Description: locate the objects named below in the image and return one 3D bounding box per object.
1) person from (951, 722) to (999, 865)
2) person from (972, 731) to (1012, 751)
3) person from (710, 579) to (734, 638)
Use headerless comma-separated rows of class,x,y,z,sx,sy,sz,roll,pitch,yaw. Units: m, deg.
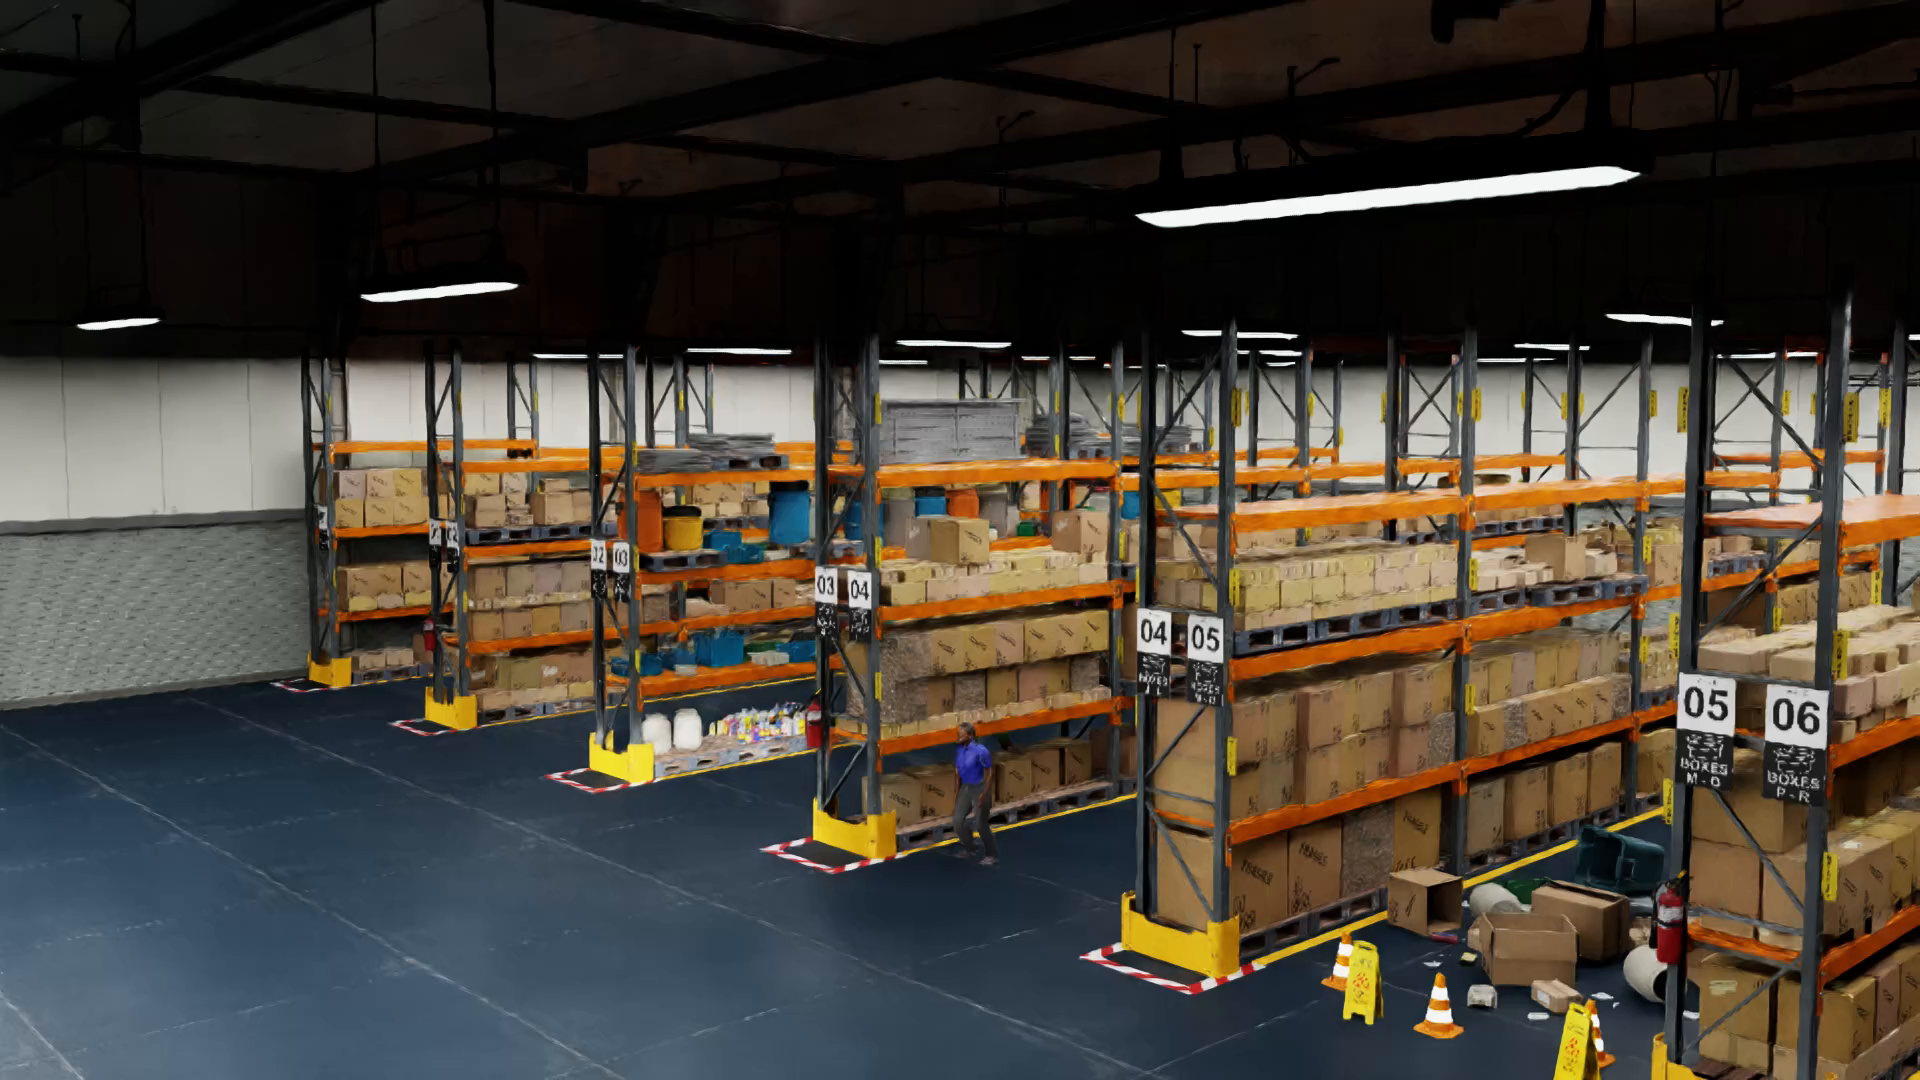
person,0.156,2.768,18.267,0.592,1.604,0.518,5,7,44
person,0.343,2.288,22.868,1.045,1.734,0.564,-5,7,-43
person,-4.656,1.521,32.135,1.072,1.586,0.496,-4,7,-41
